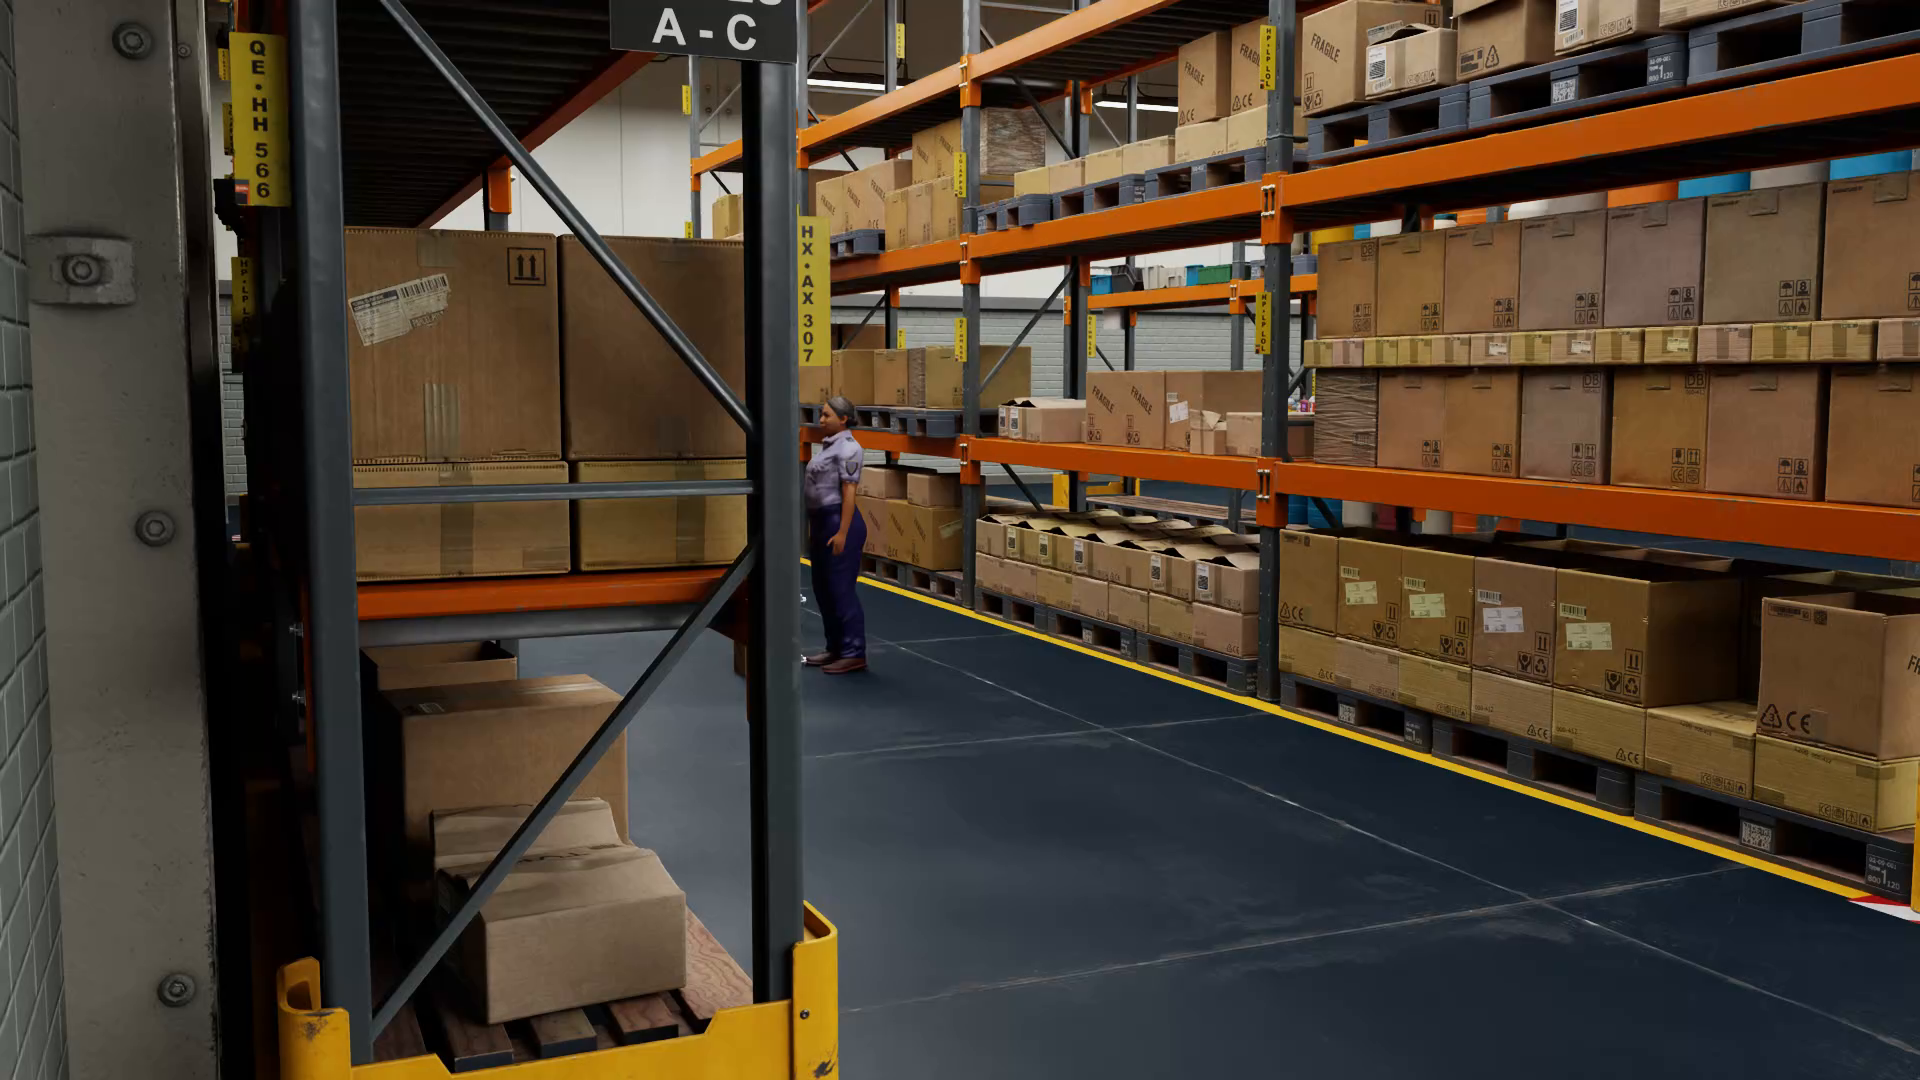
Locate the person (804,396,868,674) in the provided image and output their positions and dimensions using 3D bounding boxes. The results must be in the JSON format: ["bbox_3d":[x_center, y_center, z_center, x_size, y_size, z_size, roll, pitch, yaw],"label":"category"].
[{"bbox_3d":[-0.754,-0.039,10.030,0.343,1.653,0.469,-2,6,-22],"label":"person"}]
